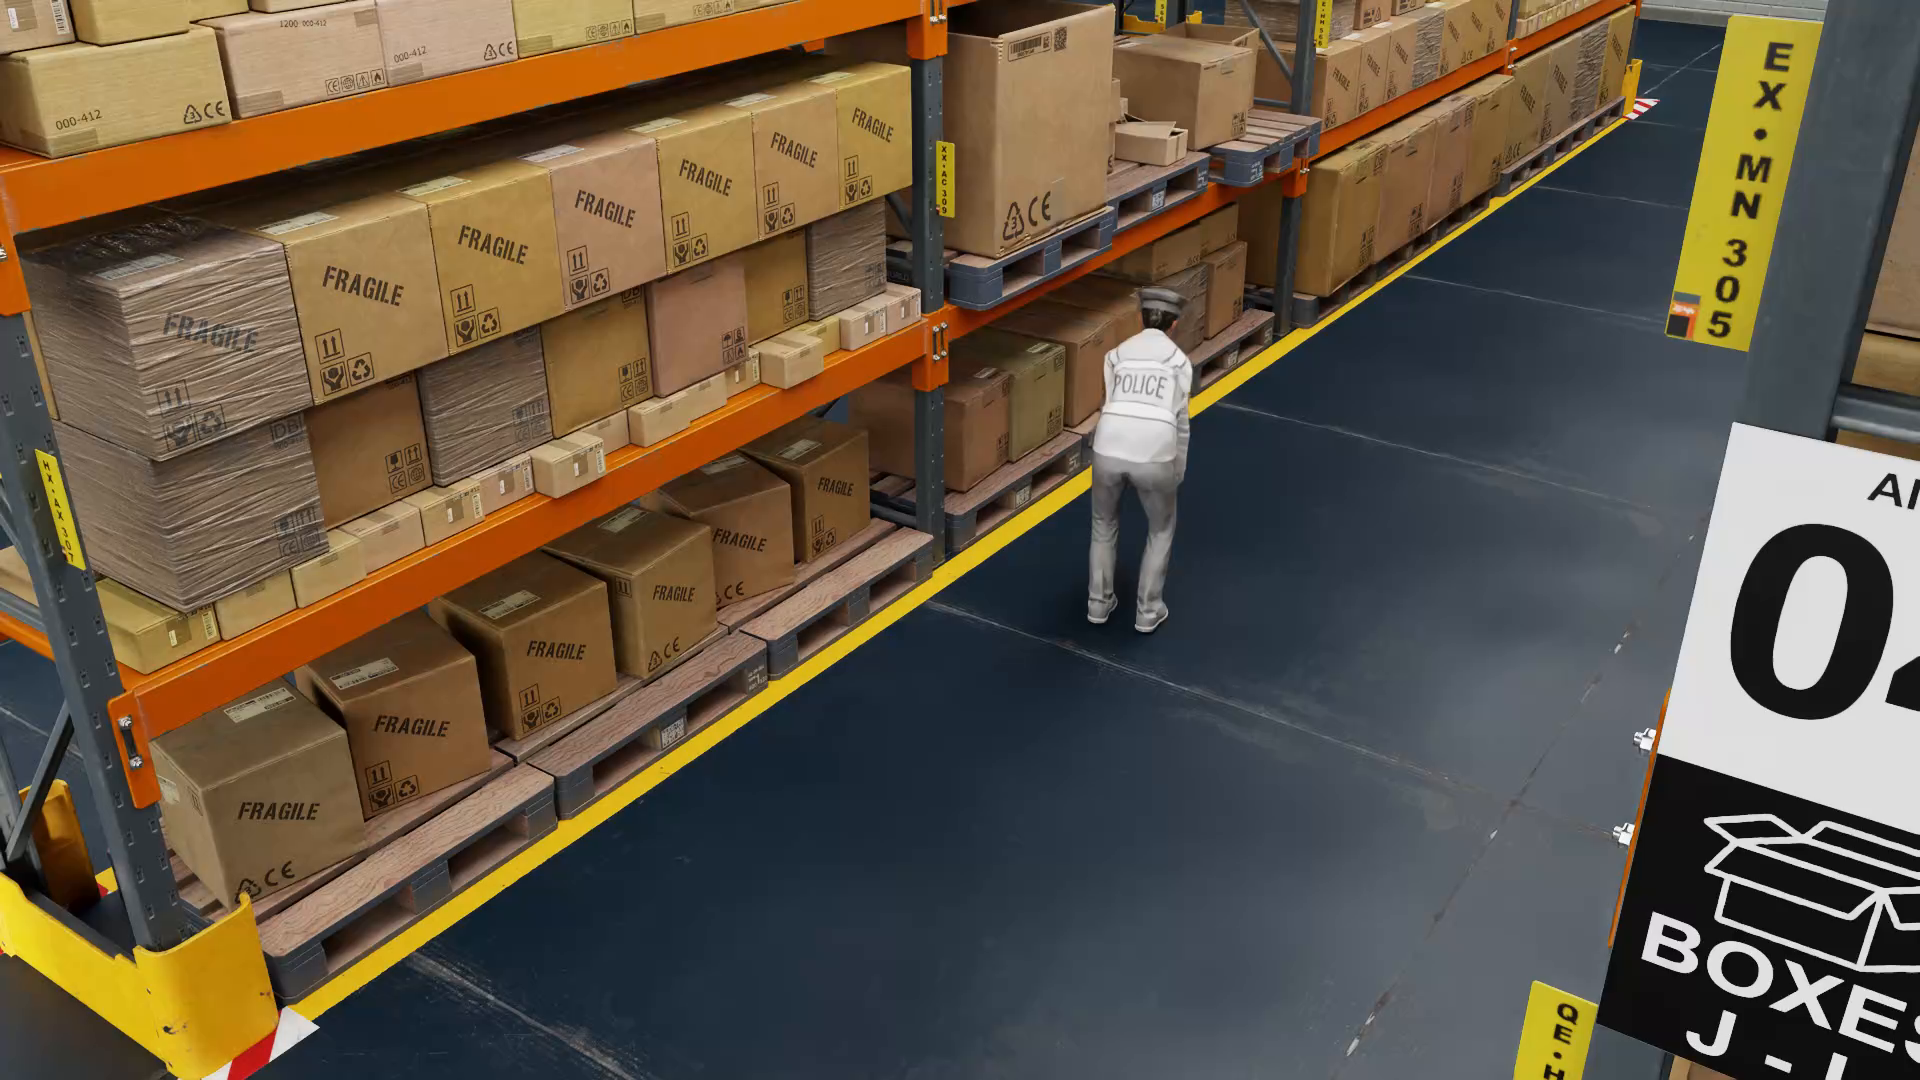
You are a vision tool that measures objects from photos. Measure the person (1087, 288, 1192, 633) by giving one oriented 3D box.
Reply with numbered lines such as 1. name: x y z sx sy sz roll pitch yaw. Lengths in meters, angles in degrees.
1. person: 0.824 -0.370 7.548 0.409 1.482 0.759 9 29 17
